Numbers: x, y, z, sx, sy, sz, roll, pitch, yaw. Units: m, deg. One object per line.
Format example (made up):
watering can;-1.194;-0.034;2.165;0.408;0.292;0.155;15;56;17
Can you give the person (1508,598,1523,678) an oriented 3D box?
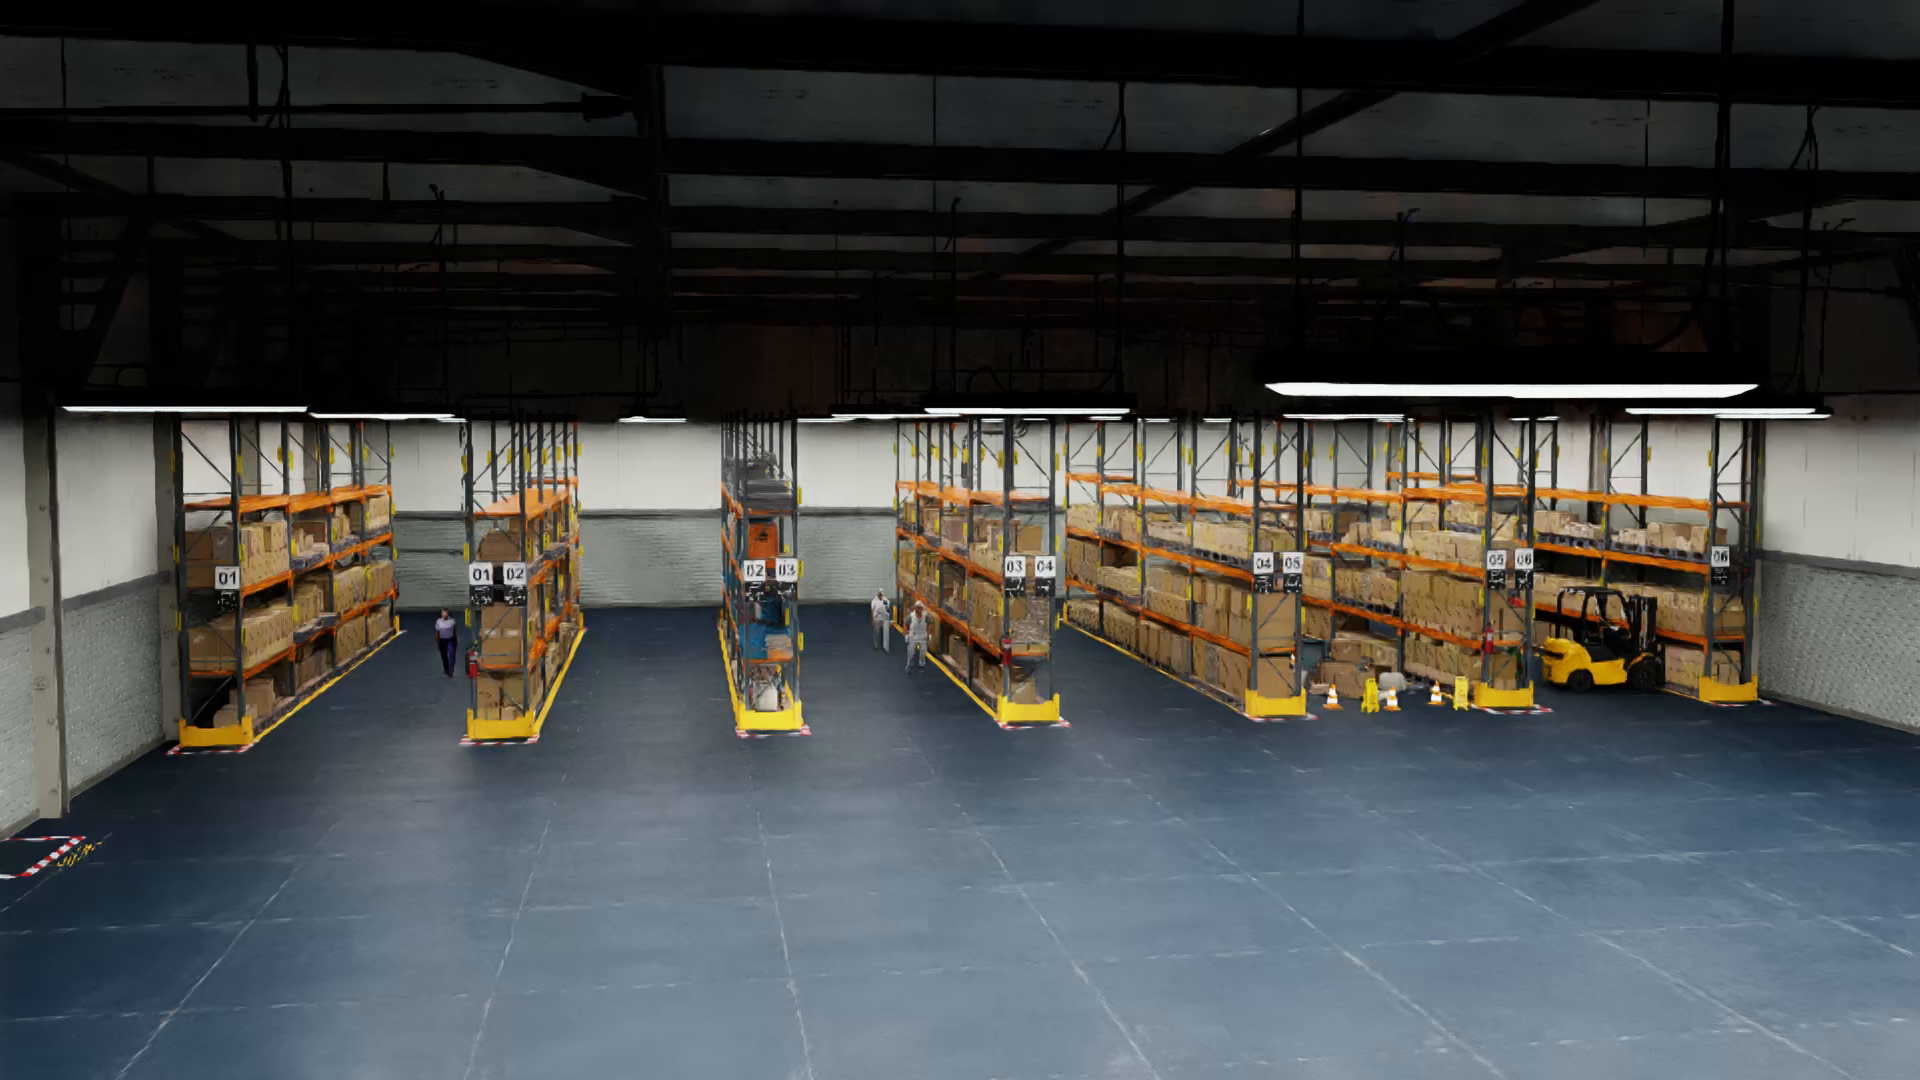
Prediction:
person;12.459;2.197;37.532;0.492;1.783;0.606;1;4;20

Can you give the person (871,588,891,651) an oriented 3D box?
person;-2.006;1.989;41.954;0.499;1.579;1.077;0;4;-6

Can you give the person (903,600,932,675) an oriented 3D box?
person;-0.968;2.227;37.786;0.661;1.741;0.547;-1;4;-10

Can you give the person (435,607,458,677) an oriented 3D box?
person;-11.655;2.304;37.702;0.479;1.553;1.090;-1;4;-7
